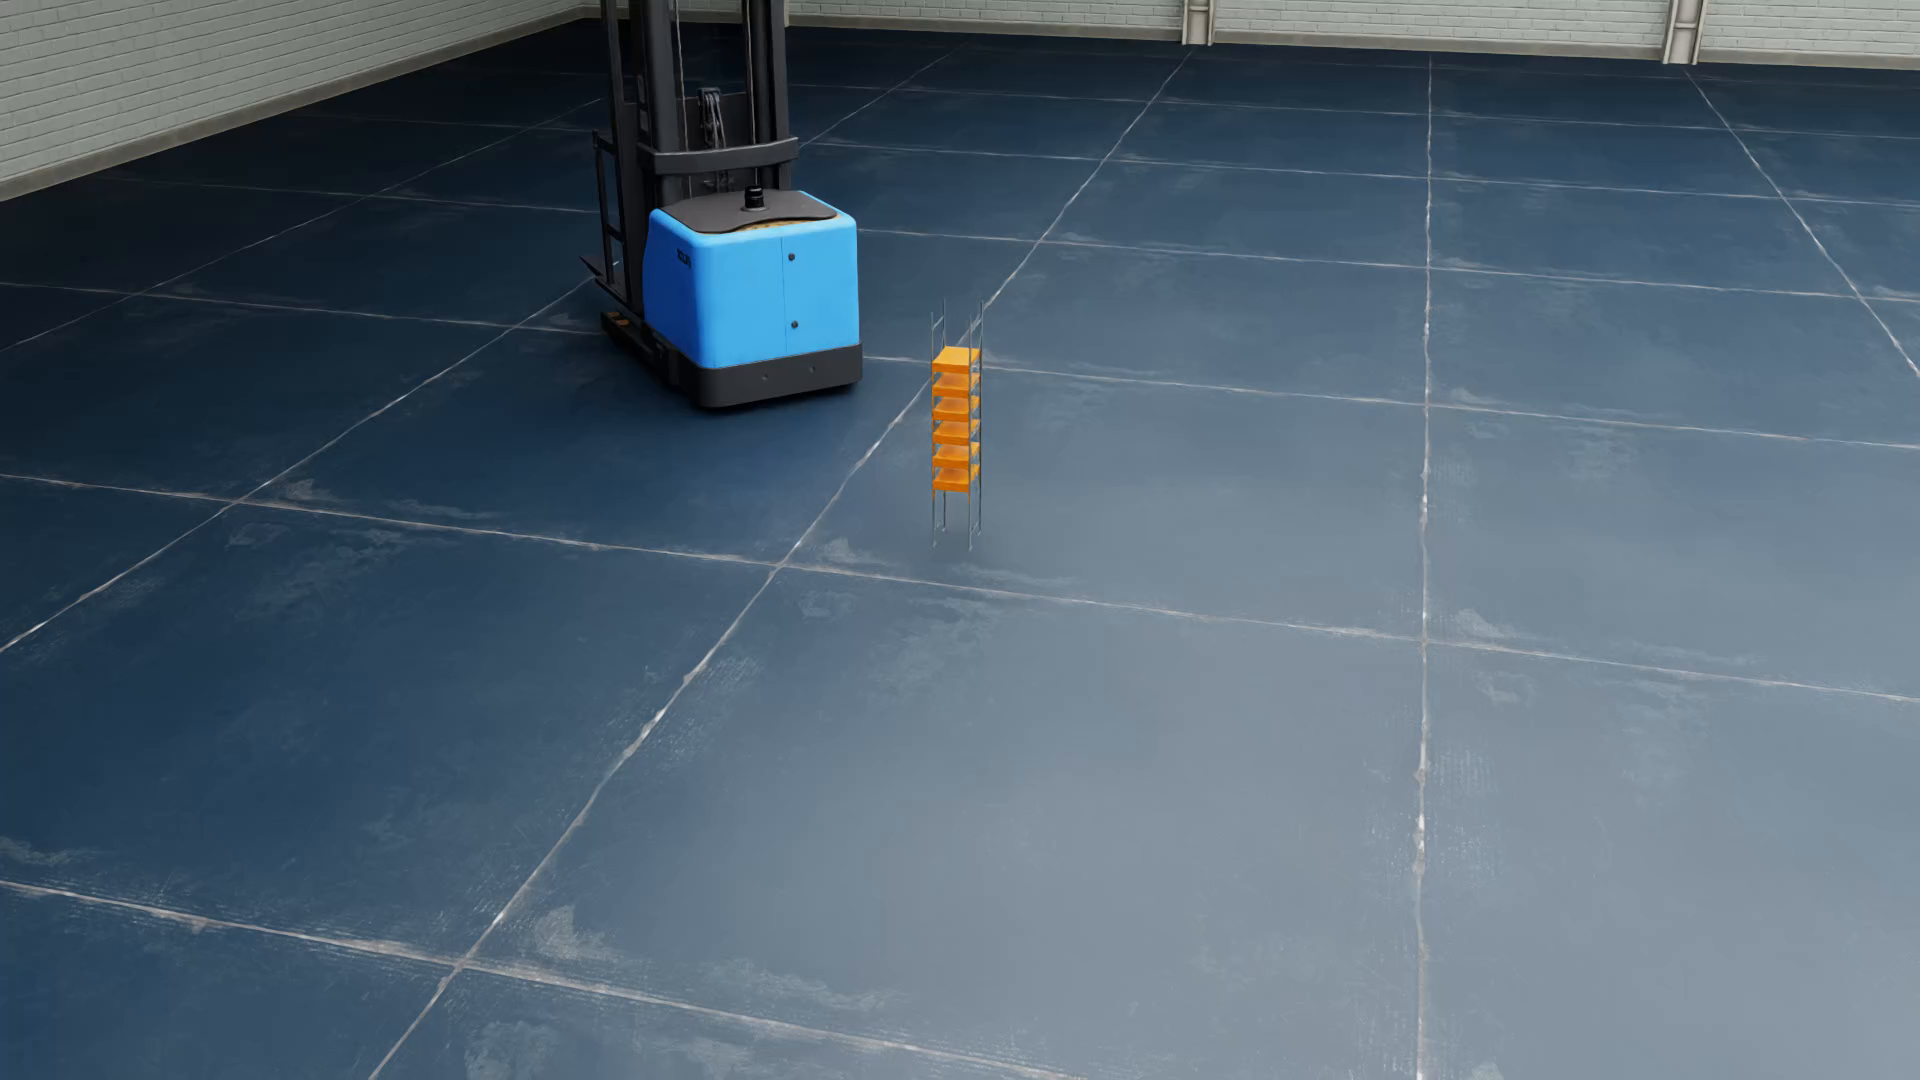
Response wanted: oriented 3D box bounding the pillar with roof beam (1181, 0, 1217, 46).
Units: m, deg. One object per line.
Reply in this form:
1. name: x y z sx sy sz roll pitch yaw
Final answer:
1. pillar with roof beam: 2.095 -8.884 16.443 0.400 9.000 9.100 6 26 13

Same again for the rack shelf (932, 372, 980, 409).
1. rack shelf: -0.014 -0.720 7.911 0.180 0.103 0.258 6 26 13

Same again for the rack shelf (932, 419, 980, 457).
1. rack shelf: -0.014 -0.503 8.014 0.180 0.103 0.258 6 26 13

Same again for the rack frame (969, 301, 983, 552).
1. rack frame: 0.075 -0.533 7.975 0.006 1.200 0.240 6 26 13

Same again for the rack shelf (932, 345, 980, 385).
1. rack shelf: -0.014 -0.828 7.860 0.180 0.103 0.258 6 26 13

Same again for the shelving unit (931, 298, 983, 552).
1. shelving unit: -0.014 -0.543 7.995 0.189 1.200 0.258 6 26 13

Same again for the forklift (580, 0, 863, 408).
1. forklift: -1.741 -2.693 10.496 1.130 2.935 3.031 -13 28 -26

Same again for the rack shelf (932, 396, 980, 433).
1. rack shelf: -0.014 -0.612 7.963 0.180 0.103 0.258 6 26 13

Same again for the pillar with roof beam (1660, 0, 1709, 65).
1. pillar with roof beam: 7.906 -8.242 15.093 0.400 9.000 9.100 6 26 13

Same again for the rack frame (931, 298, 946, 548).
1. rack frame: -0.103 -0.553 8.016 0.006 1.200 0.240 6 26 13

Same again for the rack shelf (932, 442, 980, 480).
1. rack shelf: -0.014 -0.395 8.066 0.180 0.103 0.258 6 26 13

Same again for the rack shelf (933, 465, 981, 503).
1. rack shelf: -0.014 -0.286 8.118 0.180 0.103 0.258 6 26 13

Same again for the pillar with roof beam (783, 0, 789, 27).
1. pillar with roof beam: -3.716 -9.527 17.792 0.400 9.000 9.100 6 26 13
